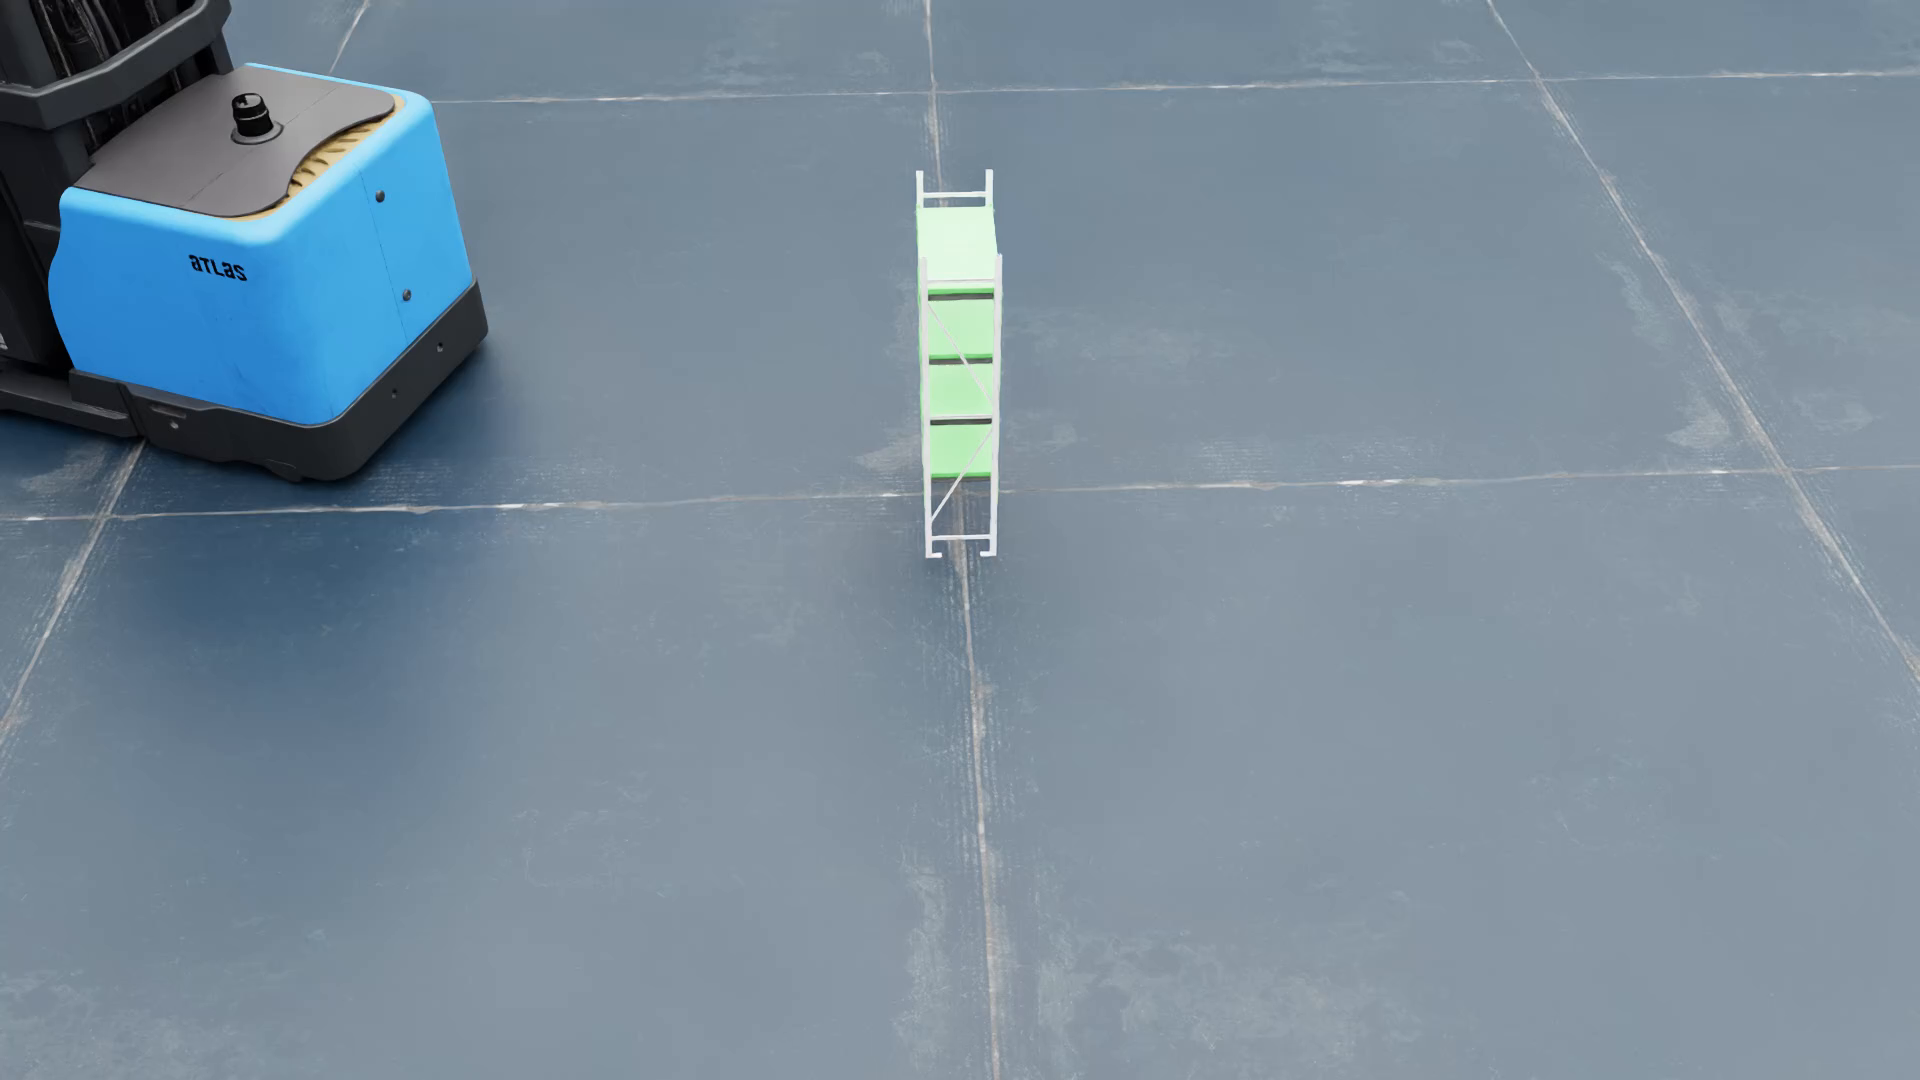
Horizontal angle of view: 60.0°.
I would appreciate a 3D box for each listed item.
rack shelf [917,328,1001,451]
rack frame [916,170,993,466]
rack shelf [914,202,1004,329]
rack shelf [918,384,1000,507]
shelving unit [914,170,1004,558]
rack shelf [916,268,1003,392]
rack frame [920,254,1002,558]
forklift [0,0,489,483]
[{"bbox_3d":[-0.007,-0.507,5.510,0.258,0.148,0.480,-2,43,-2],"label":"rack shelf"},{"bbox_3d":[-0.017,-0.719,5.646,0.240,1.200,0.015,-2,43,-2],"label":"rack frame"},{"bbox_3d":[-0.007,-0.861,5.185,0.258,0.148,0.480,-2,43,-2],"label":"rack shelf"},{"bbox_3d":[-0.007,-0.330,5.672,0.258,0.148,0.480,-2,43,-2],"label":"rack shelf"},{"bbox_3d":[-0.007,-0.554,5.466,0.258,1.200,0.503,-2,43,-2],"label":"shelving unit"},{"bbox_3d":[-0.007,-0.684,5.348,0.258,0.148,0.480,-2,43,-2],"label":"rack shelf"},{"bbox_3d":[0.003,-0.389,5.287,0.240,1.200,0.015,-2,43,-2],"label":"rack frame"},{"bbox_3d":[-3.427,-1.889,5.642,3.031,2.935,1.130,13,44,14],"label":"forklift"}]
